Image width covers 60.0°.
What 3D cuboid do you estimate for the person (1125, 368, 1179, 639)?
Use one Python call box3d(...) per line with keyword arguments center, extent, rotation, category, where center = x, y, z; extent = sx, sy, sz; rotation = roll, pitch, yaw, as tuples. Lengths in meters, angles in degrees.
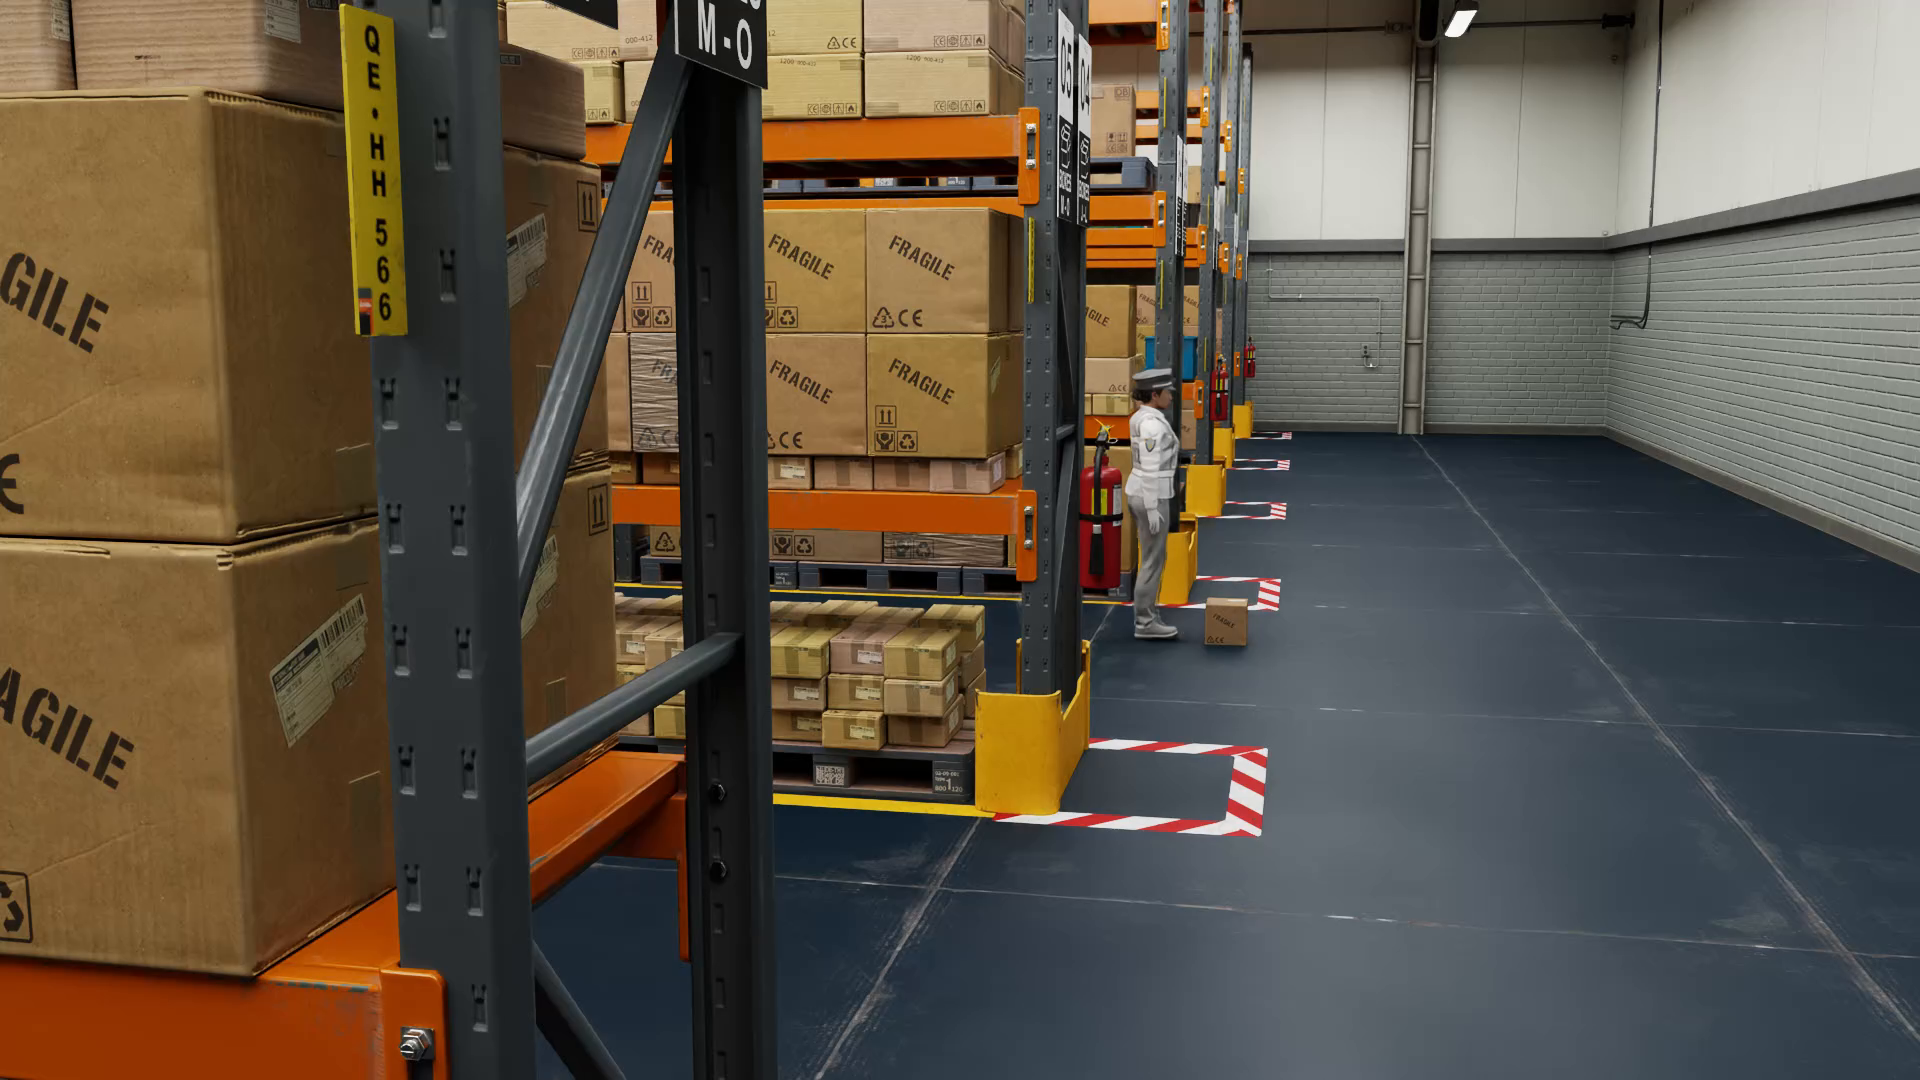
box3d(center=(1.212, -0.199, 10.289), extent=(0.377, 1.727, 0.520), rotation=(-1, 8, -5), category="person")
